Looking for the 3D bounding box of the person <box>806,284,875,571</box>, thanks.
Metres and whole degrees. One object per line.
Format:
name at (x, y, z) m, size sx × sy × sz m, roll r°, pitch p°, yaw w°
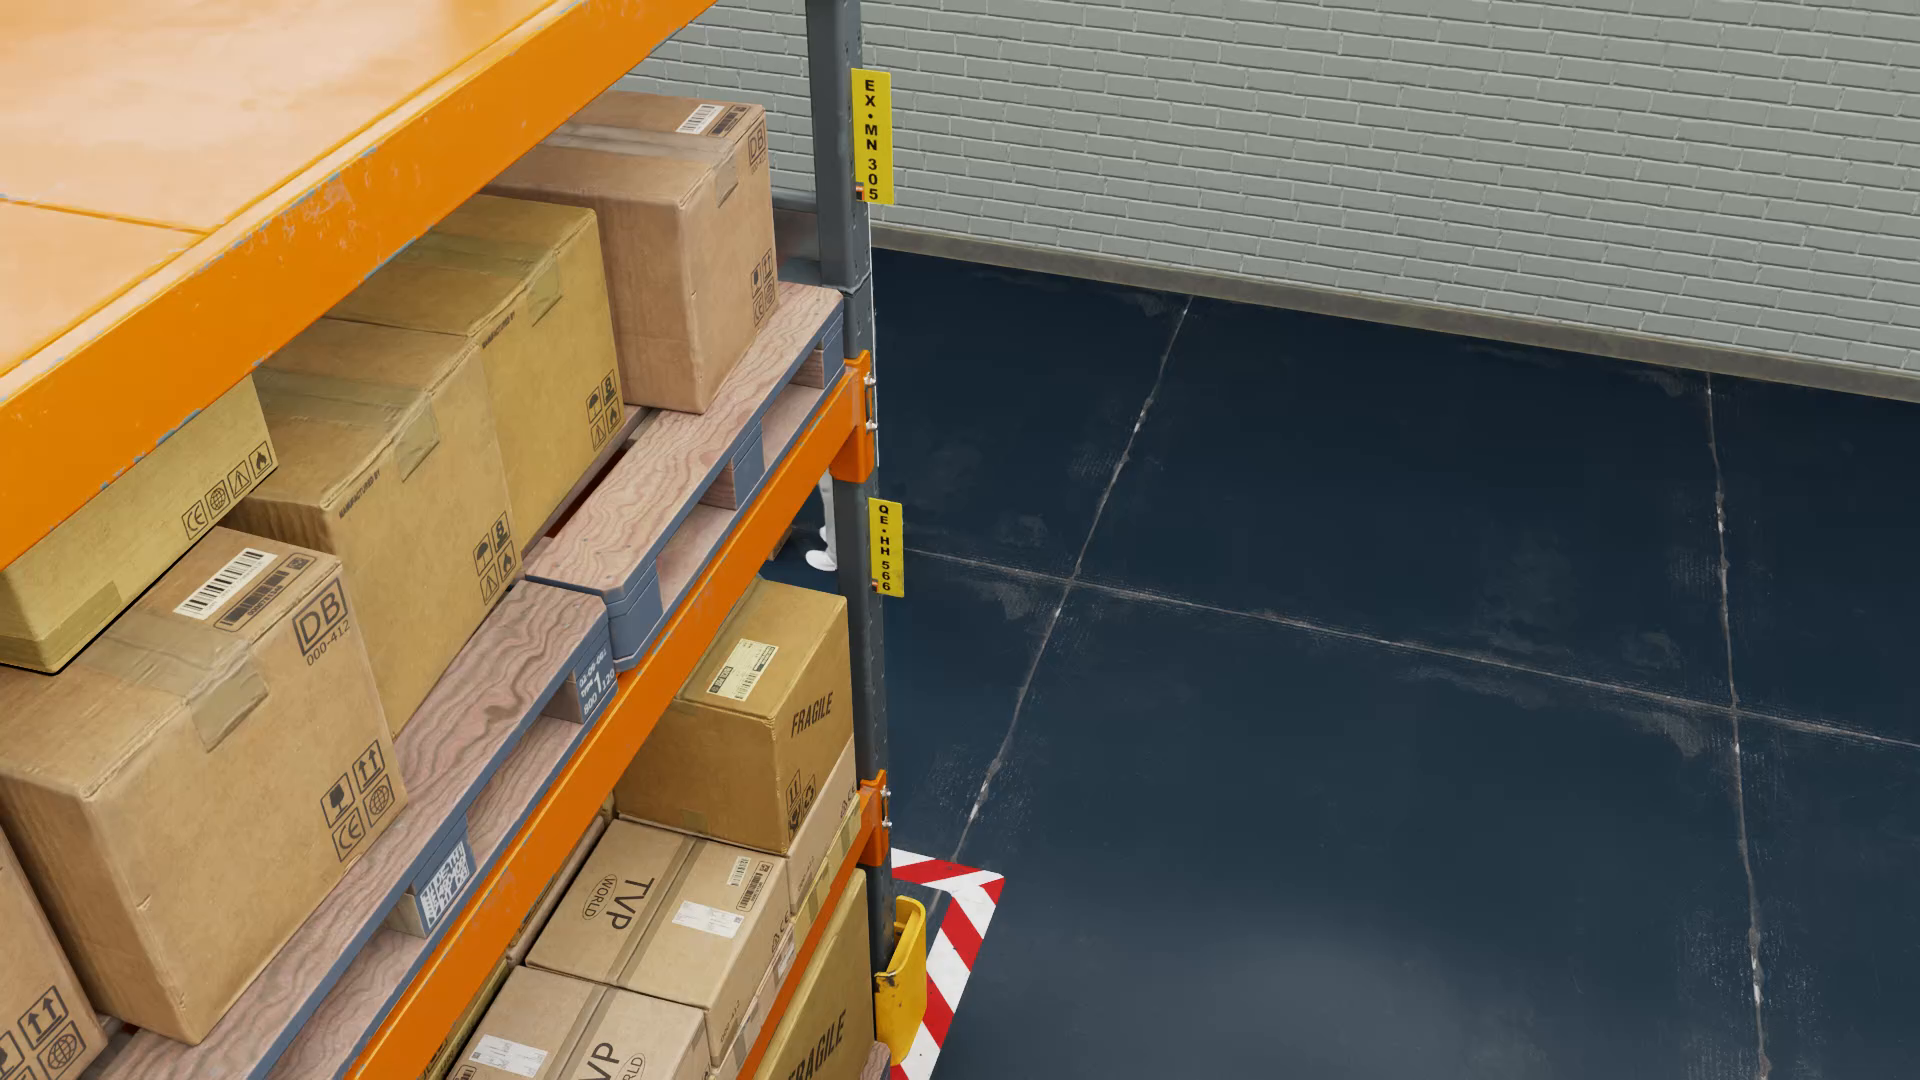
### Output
person at (-0.556, -0.570, 7.639) m, size 0.399 × 1.680 × 0.437 m, roll 11°, pitch 39°, yaw 15°
